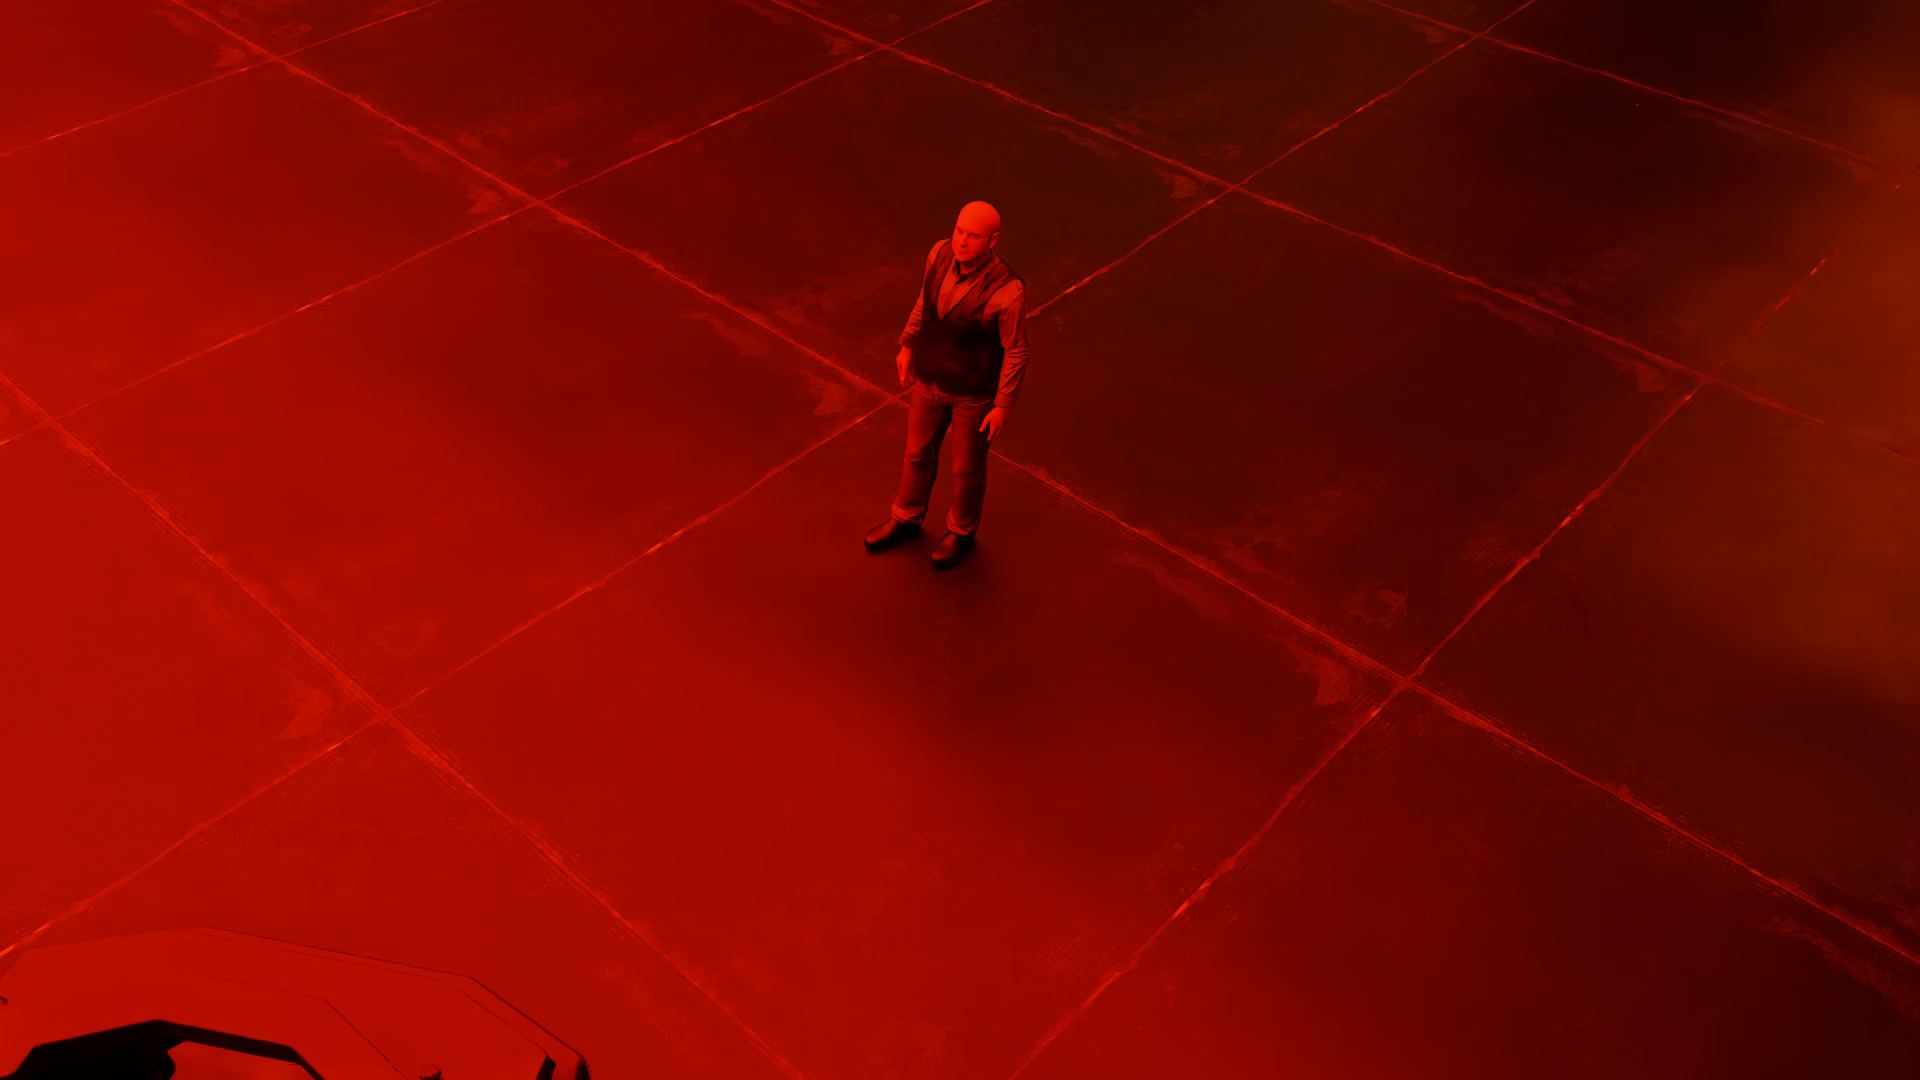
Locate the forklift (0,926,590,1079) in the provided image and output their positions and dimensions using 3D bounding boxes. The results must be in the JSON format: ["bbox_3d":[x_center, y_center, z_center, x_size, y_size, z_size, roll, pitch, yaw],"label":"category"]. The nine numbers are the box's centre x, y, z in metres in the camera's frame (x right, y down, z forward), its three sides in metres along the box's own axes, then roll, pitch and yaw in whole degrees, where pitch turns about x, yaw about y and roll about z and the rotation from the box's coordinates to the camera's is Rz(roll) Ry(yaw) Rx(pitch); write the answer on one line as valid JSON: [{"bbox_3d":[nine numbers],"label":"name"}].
[{"bbox_3d":[-1.166,2.180,2.887,1.130,2.935,3.031,8,41,9],"label":"forklift"}]

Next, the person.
[{"bbox_3d":[-0.048,-0.633,7.083,0.632,1.720,0.568,31,49,31],"label":"person"}]
